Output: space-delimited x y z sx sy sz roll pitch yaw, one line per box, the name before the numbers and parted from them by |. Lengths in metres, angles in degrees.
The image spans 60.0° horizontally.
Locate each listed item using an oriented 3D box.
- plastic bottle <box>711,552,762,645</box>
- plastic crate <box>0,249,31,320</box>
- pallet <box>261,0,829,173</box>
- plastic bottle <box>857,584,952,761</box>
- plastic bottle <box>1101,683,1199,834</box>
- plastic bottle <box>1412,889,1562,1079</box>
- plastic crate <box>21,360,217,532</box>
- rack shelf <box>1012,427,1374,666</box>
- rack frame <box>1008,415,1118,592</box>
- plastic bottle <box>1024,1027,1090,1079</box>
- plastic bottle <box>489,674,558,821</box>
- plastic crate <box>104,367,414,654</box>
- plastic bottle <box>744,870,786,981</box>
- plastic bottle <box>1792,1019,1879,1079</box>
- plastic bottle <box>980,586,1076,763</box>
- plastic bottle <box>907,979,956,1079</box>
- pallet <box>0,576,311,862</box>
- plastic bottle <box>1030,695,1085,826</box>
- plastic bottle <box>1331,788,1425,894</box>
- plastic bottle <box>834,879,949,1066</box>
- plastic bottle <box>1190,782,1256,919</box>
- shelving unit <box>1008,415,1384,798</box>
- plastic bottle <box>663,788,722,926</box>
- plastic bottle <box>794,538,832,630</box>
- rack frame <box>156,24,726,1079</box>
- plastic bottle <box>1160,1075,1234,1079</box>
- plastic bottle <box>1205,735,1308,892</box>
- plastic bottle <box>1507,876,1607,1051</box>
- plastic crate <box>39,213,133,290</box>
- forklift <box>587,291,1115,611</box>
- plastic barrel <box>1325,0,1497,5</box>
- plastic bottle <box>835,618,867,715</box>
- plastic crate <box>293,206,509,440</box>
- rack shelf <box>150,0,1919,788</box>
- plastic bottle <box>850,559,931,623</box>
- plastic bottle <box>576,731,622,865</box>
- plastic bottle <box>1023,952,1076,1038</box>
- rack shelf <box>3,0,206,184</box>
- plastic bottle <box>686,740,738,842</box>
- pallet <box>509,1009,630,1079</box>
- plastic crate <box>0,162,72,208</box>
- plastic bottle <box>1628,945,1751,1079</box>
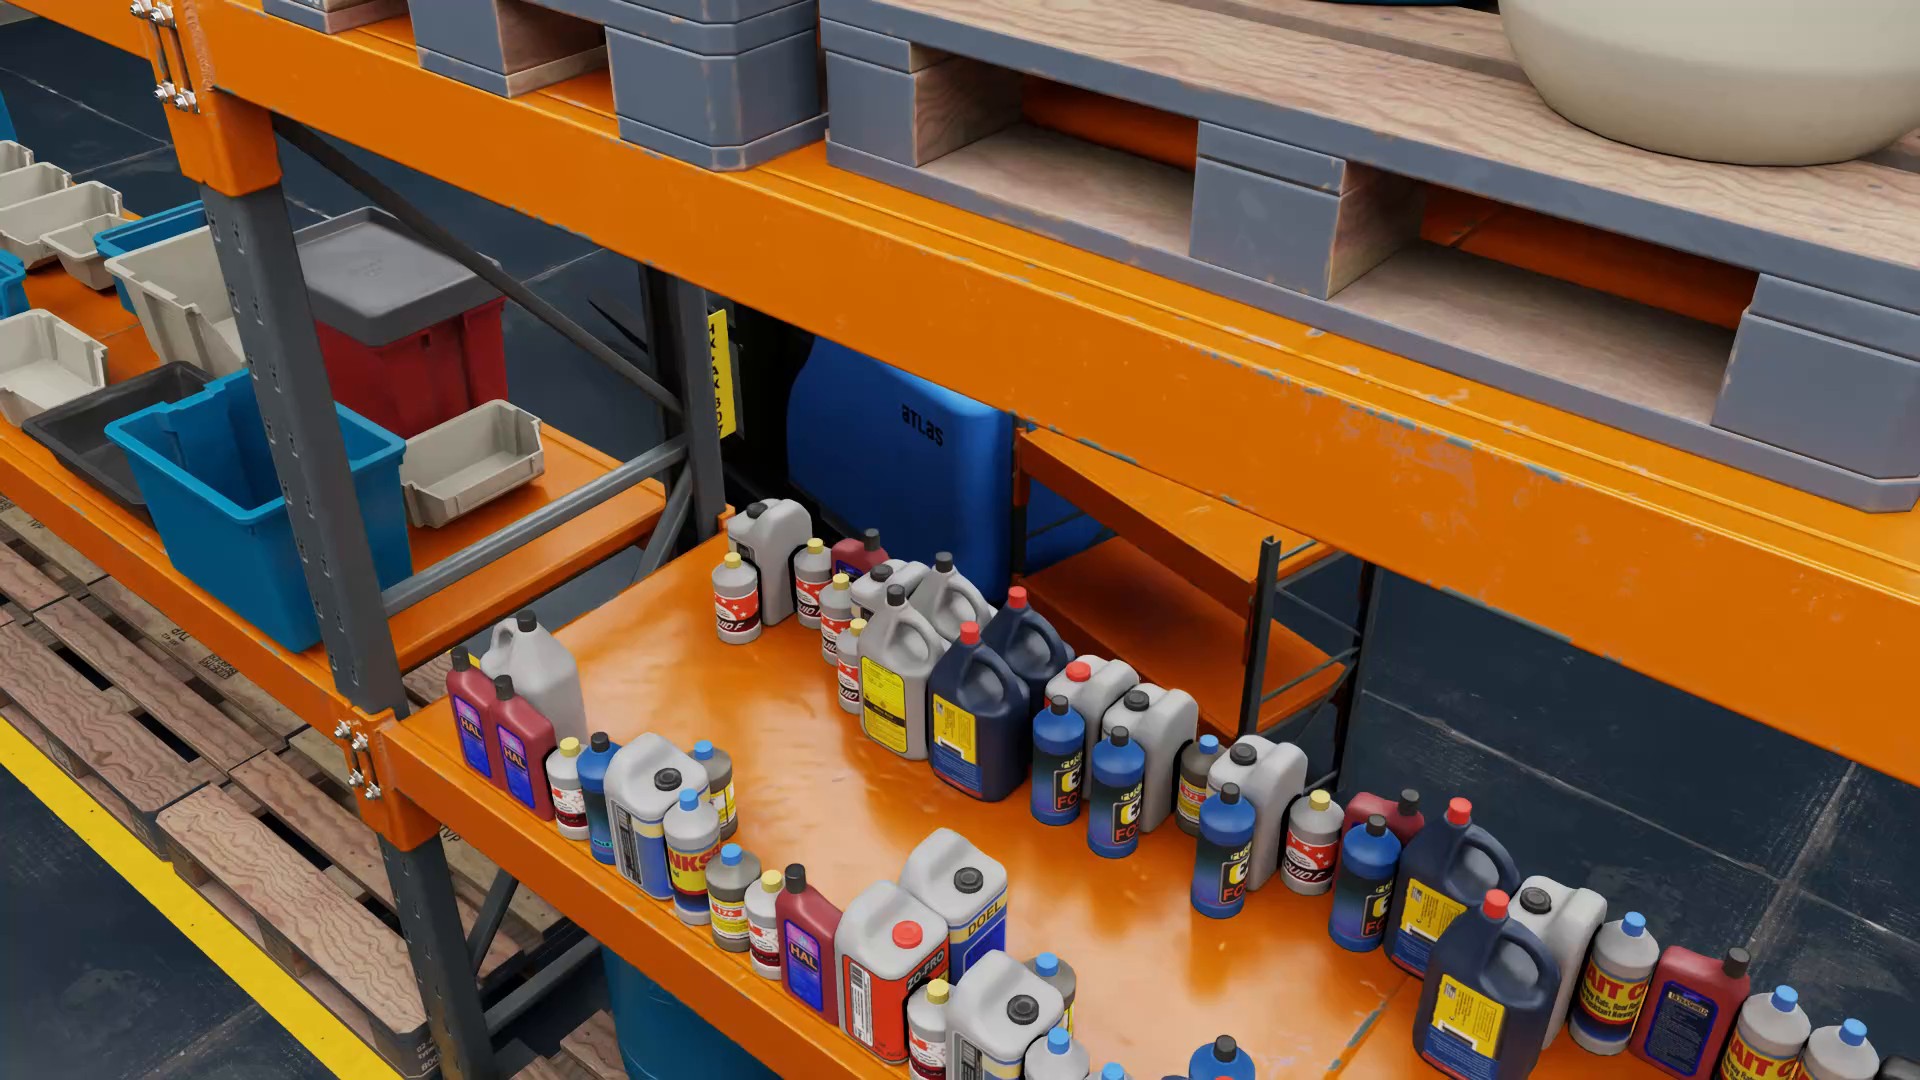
plastic bottle | -0.485 0.119 3.603 0.097 0.201 0.097 0 34 0
plastic crate | -2.782 -0.612 4.587 0.300 0.233 0.416 25 42 32
pallet | -0.264 -0.943 2.491 1.003 0.211 1.213 25 42 32
plastic bottle | -0.106 0.248 3.283 0.185 0.351 0.144 25 42 32
plastic bottle | 0.352 0.391 3.141 0.135 0.276 0.152 25 42 32
plastic bottle | 0.839 0.699 2.626 0.185 0.351 0.144 25 42 32
plastic crate | -1.962 -0.226 4.119 0.590 0.125 0.437 25 42 32
rack shelf | 0.672 -0.086 4.864 0.538 0.278 1.000 -23 41 -30
rack frame | 0.363 -0.073 5.363 0.500 1.125 0.032 -23 41 -30
plastic bottle | 0.144 0.834 2.500 0.097 0.271 0.097 0 34 0
plastic bottle | -0.818 0.389 3.137 0.133 0.283 0.061 25 42 32
plastic crate | -1.506 -0.065 3.656 0.575 0.384 0.392 25 42 32
plastic bottle | -0.315 0.646 2.835 0.097 0.201 0.097 0 34 0
plastic bottle | 1.312 0.825 2.513 0.097 0.271 0.097 0 34 0
plastic bottle | 0.128 0.252 3.277 0.185 0.351 0.144 25 42 32
plastic bottle | -0.034 0.779 2.642 0.097 0.201 0.097 0 34 0
pallet | -2.461 0.432 5.434 1.213 0.211 1.003 25 42 32
plastic bottle | 0.183 0.405 3.124 0.097 0.271 0.097 0 34 0
plastic bottle | 0.737 0.536 2.923 0.133 0.283 0.061 25 42 32
plastic bottle | -0.106 0.694 2.700 0.135 0.276 0.152 25 42 32
plastic bottle | 0.465 0.538 2.931 0.097 0.271 0.097 0 34 0
shelving unit | 0.672 0.156 5.030 0.538 1.125 1.048 -23 41 -30
plastic bottle | -0.465 0.547 2.918 0.097 0.271 0.097 0 34 0
plastic bottle | -0.313 0.088 3.648 0.097 0.201 0.097 0 34 0
rack frame | -0.929 -0.026 3.638 0.127 3.000 1.000 25 42 32
plastic bottle | 0.342 0.877 2.367 0.185 0.351 0.144 25 42 32
plastic bottle | 0.530 0.475 3.018 0.135 0.276 0.152 25 42 32
plastic bottle | 0.953 0.674 2.728 0.135 0.276 0.152 25 42 32
plastic crate | -2.578 -0.874 5.052 0.250 0.136 0.298 25 42 32
forklift | -0.489 -1.559 5.930 1.130 2.935 3.031 -23 41 -30
plastic barrel | 0.480 -1.091 1.725 0.708 0.901 0.600 25 42 32
plastic bottle | -0.204 0.251 3.410 0.097 0.201 0.097 0 34 0
plastic crate | -1.455 -0.510 4.233 0.583 0.464 0.402 25 42 32
rack shelf | 0.608 -0.242 1.938 4.000 0.370 1.077 25 42 32
plastic bottle | -0.139 0.160 3.478 0.135 0.276 0.152 25 42 32
plastic bottle | -0.643 0.463 3.040 0.097 0.271 0.097 0 34 0
plastic bottle | 0.138 0.748 2.687 0.097 0.201 0.097 0 34 0
rack shelf | -2.466 -1.690 4.048 4.000 0.370 1.077 25 42 32
plastic bottle | -0.471 0.461 3.105 0.097 0.201 0.097 0 34 0
pallet | -0.363 1.421 3.994 1.213 0.211 1.003 25 42 32
plastic crate | -3.047 -1.063 5.328 0.243 0.136 0.396 25 42 32
plastic bottle | 1.160 0.735 2.633 0.133 0.283 0.061 25 42 32
